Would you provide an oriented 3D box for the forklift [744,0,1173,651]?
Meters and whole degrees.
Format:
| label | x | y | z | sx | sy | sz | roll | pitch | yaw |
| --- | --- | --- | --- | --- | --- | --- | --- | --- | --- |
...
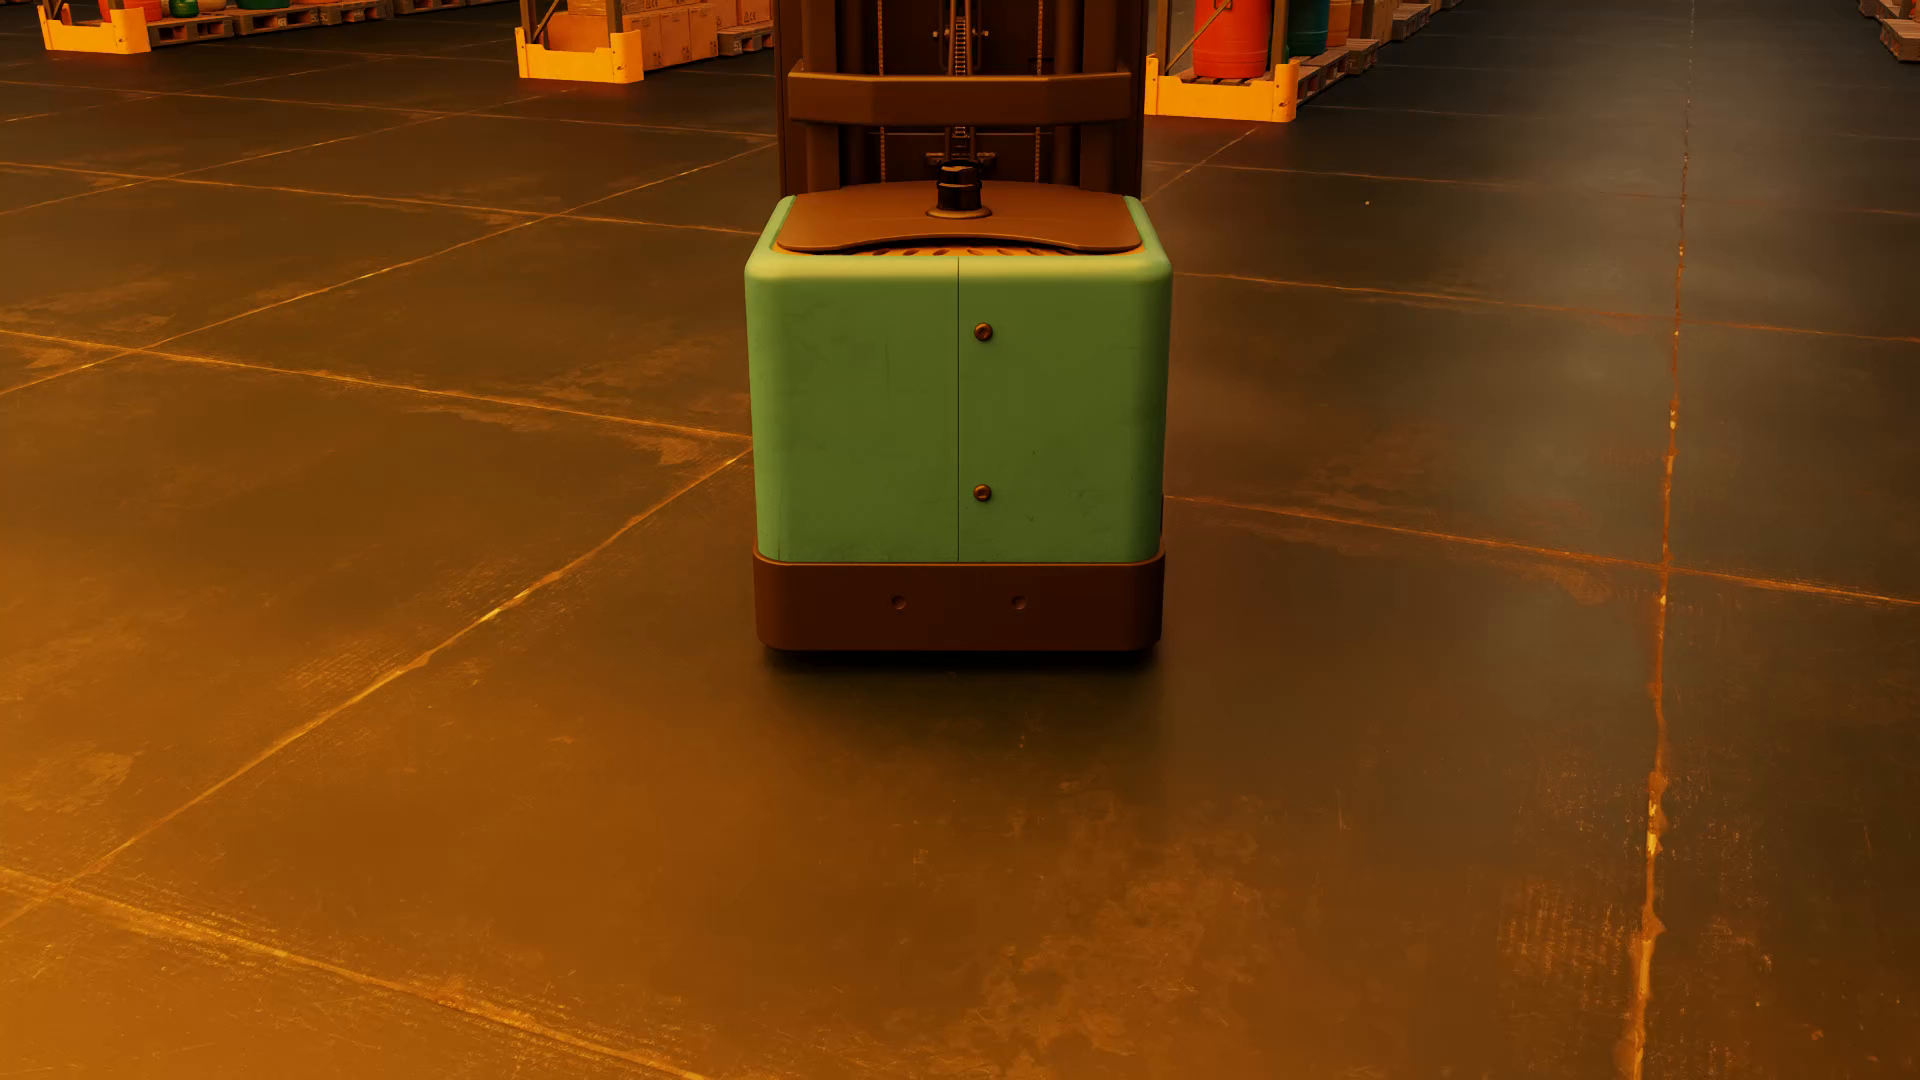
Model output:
| label | x | y | z | sx | sy | sz | roll | pitch | yaw |
| --- | --- | --- | --- | --- | --- | --- | --- | --- | --- |
| forklift | 0.002 | -1.587 | 5.089 | 1.130 | 2.935 | 3.031 | 0 | 23 | 0 |
